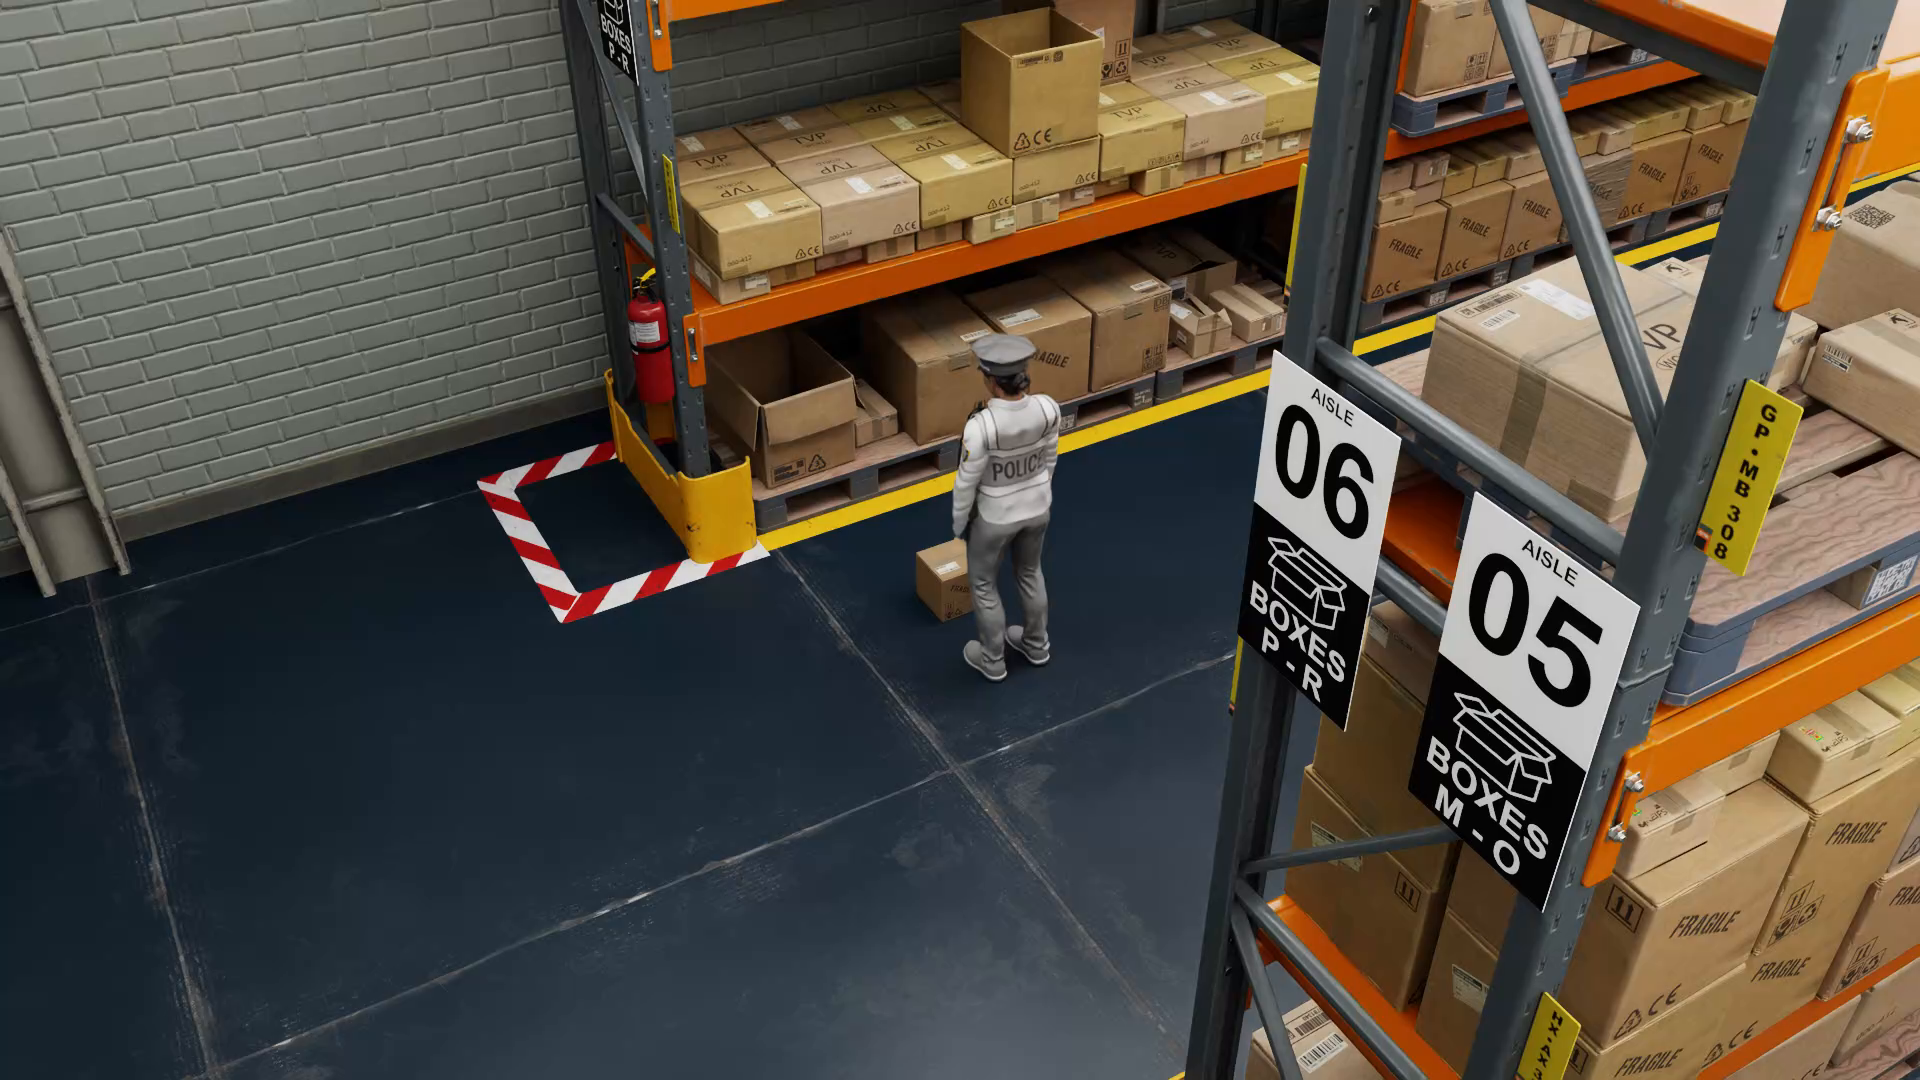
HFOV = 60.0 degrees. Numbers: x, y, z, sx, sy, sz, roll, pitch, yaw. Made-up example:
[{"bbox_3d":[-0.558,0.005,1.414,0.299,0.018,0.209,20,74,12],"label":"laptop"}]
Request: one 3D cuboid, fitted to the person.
[{"bbox_3d":[0.185,-0.113,7.084,0.473,1.662,0.326,-18,41,-23],"label":"person"}]
